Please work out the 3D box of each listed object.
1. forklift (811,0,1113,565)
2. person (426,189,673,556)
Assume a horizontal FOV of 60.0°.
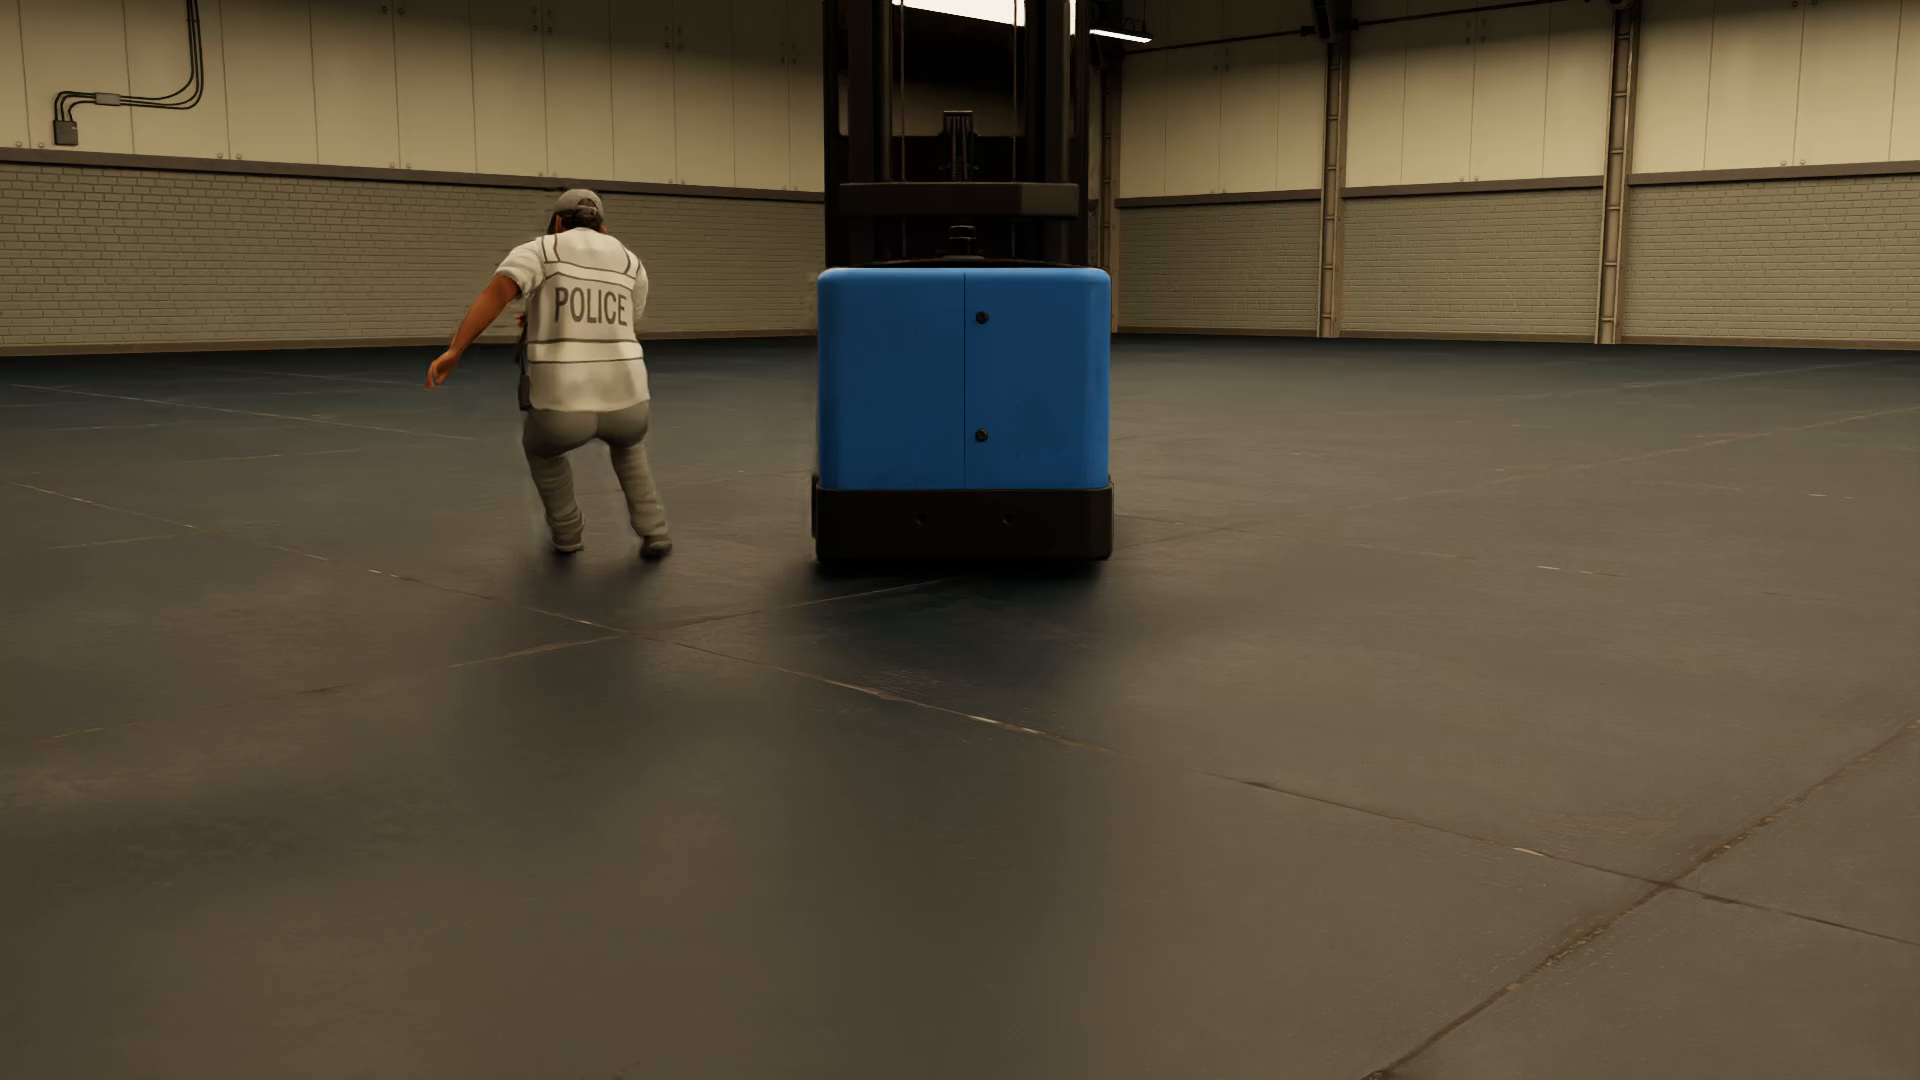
[{"bbox_3d":[-0.022,-1.540,7.103,1.130,2.935,3.031,0,9,-1],"label":"forklift"},{"bbox_3d":[-1.509,-0.551,6.028,0.960,1.420,0.925,-4,10,-27],"label":"person"}]
